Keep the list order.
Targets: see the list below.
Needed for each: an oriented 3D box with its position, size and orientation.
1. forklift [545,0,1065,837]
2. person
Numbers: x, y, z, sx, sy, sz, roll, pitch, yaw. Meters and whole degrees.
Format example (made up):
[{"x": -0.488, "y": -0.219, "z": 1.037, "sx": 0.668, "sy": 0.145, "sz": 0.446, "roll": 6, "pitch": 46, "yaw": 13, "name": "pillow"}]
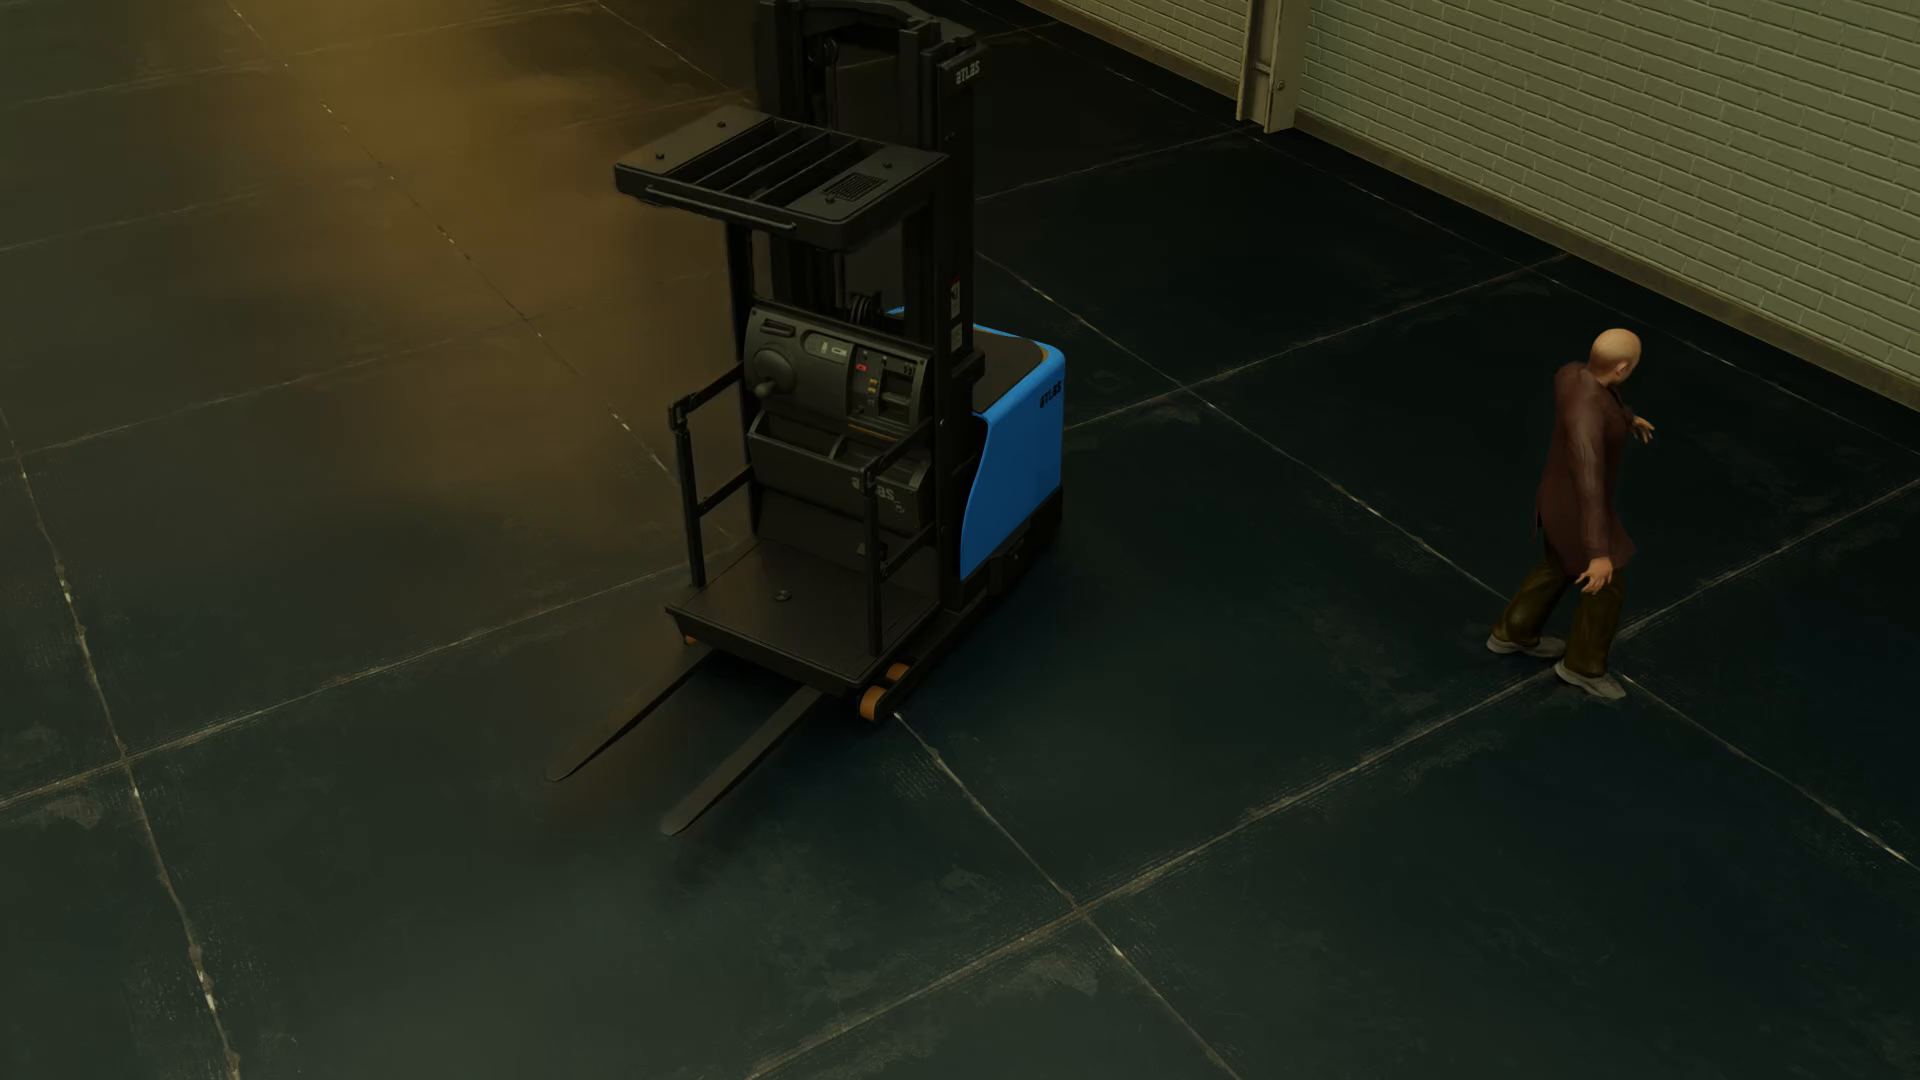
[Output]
[{"x": -0.659, "y": -0.680, "z": 7.115, "sx": 1.130, "sy": 2.935, "sz": 3.031, "roll": 19, "pitch": 39, "yaw": 25, "name": "forklift"}, {"x": 2.818, "y": -0.104, "z": 7.371, "sx": 0.640, "sy": 1.808, "sz": 1.025, "roll": 6, "pitch": 36, "yaw": 9, "name": "person"}]
